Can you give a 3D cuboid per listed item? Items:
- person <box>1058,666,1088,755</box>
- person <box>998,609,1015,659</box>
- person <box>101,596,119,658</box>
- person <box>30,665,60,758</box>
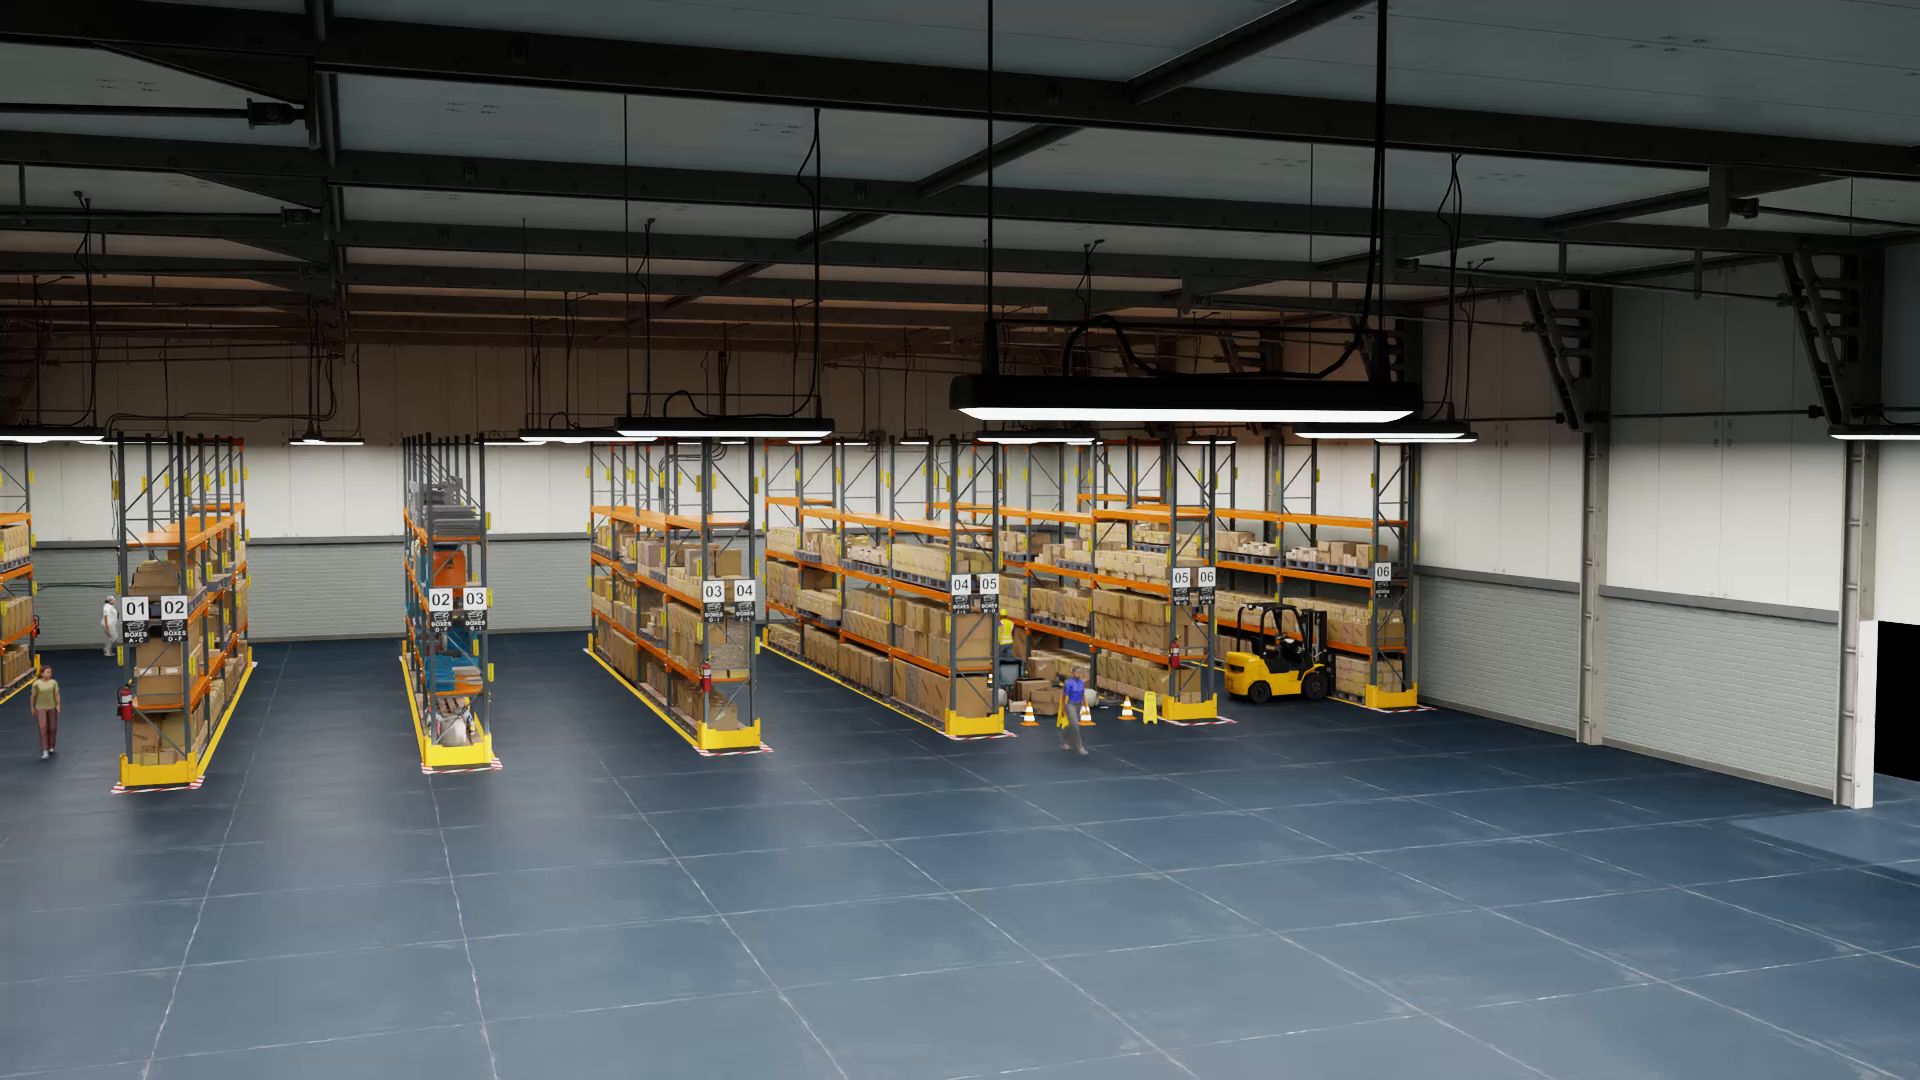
[{"bbox_3d":[2.161,3.162,31.201,0.908,1.614,0.485,3,4,42],"label":"person"},{"bbox_3d":[1.098,2.595,40.915,0.614,1.795,0.683,-2,4,-34],"label":"person"},{"bbox_3d":[-23.296,2.367,45.596,0.434,1.687,0.512,-1,3,-16],"label":"person"},{"bbox_3d":[-16.998,3.184,31.001,0.472,1.662,0.762,-3,4,-43],"label":"person"}]
